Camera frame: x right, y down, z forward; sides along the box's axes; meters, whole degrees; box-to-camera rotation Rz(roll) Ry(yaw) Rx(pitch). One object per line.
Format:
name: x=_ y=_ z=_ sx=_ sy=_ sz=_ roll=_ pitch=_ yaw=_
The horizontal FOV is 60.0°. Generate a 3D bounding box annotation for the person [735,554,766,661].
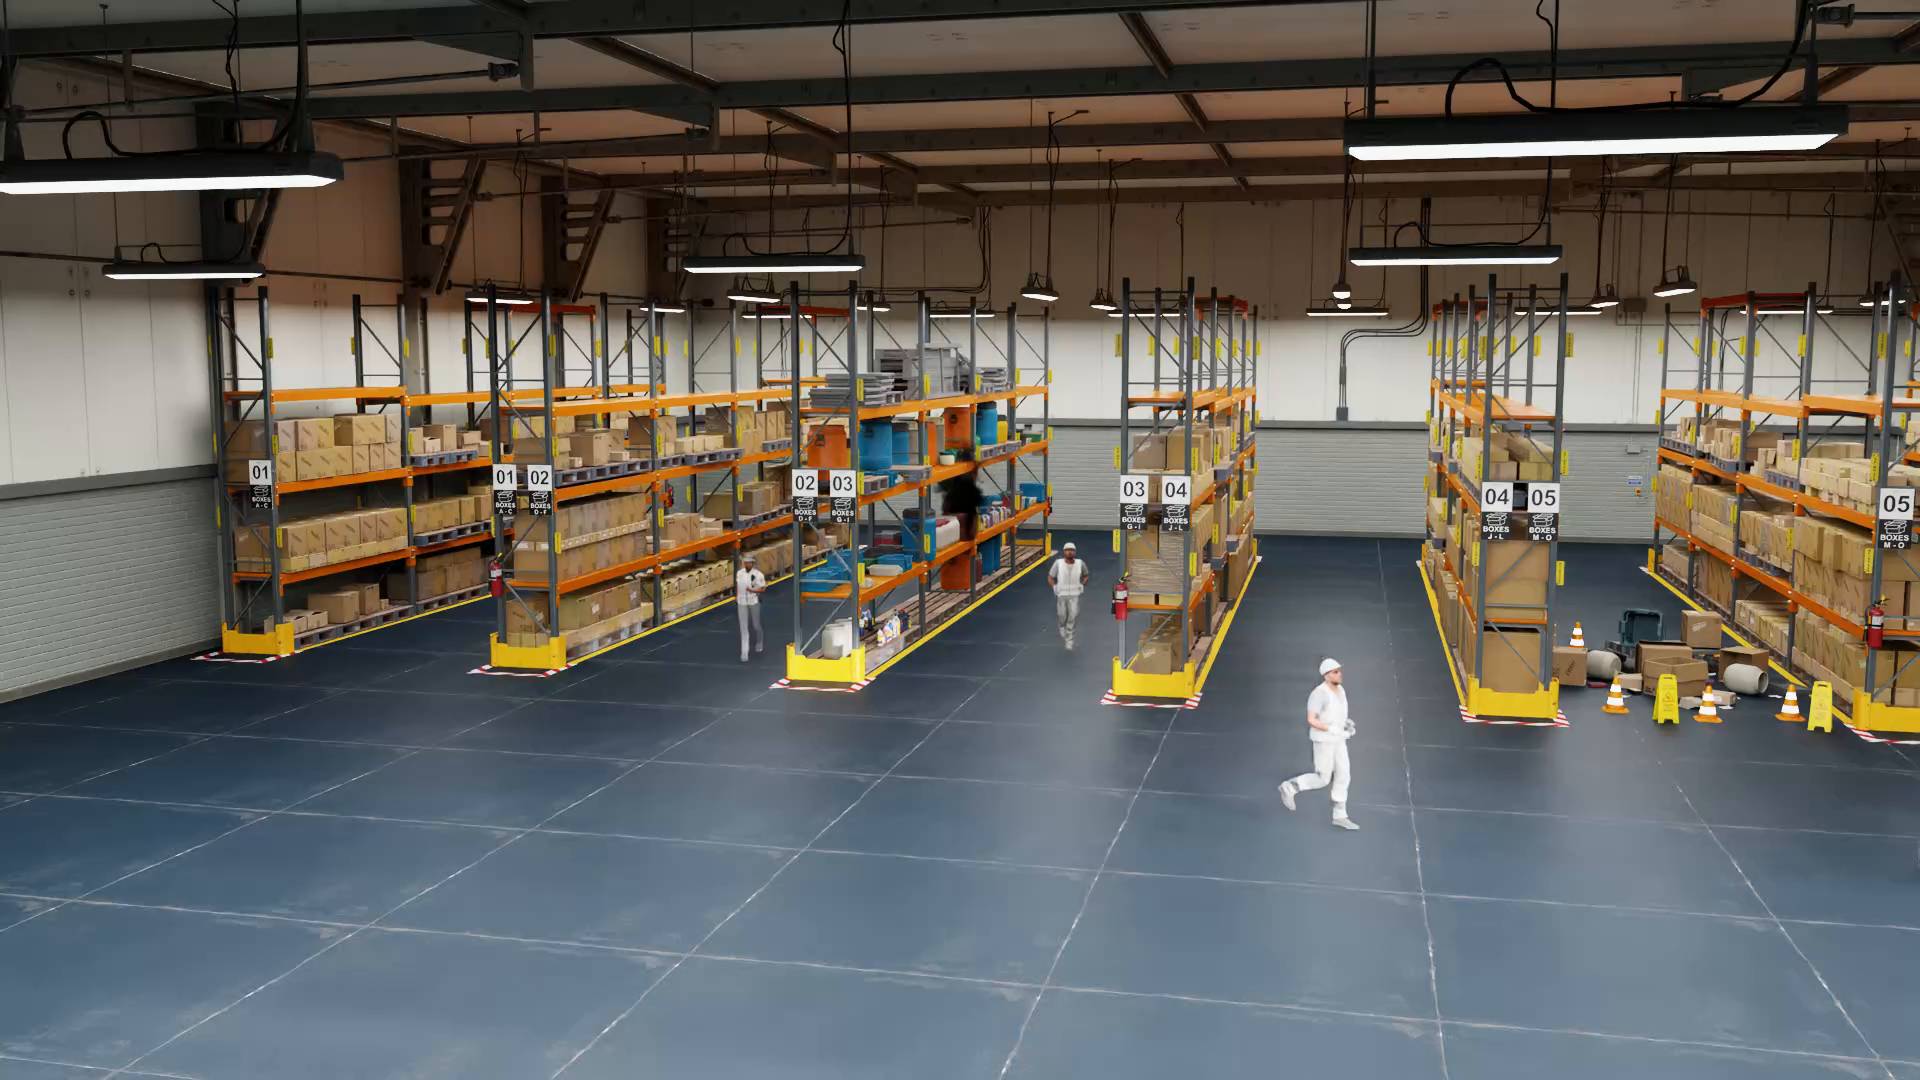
person: x=-3.396 y=1.050 z=26.921 sx=0.567 sy=1.697 sz=0.900 roll=1 pitch=7 yaw=6

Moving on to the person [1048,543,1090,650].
person: x=1.805 y=0.914 z=27.521 sx=0.700 sy=1.749 sz=0.799 roll=0 pitch=7 yaw=-1

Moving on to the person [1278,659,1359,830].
person: x=3.840 y=2.123 z=17.554 sx=0.886 sy=1.781 sz=0.664 roll=6 pitch=9 yaw=43
